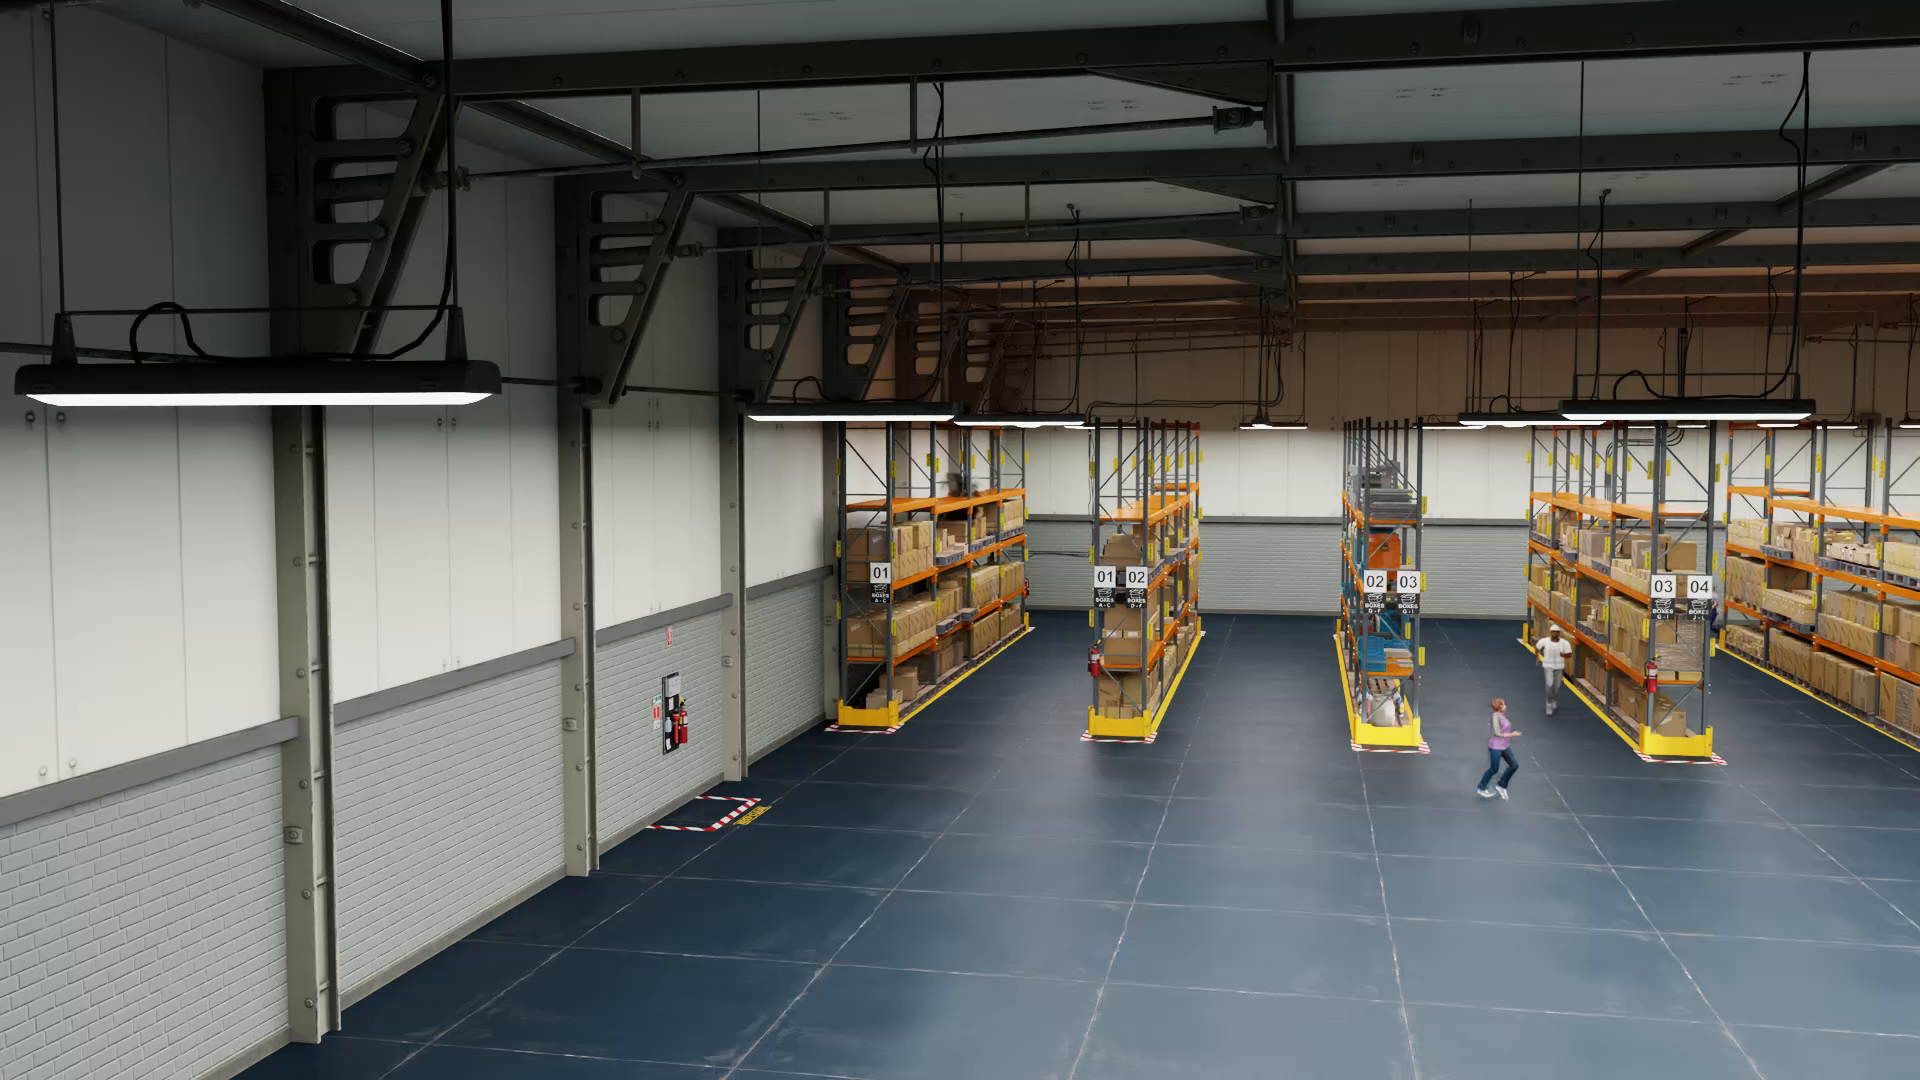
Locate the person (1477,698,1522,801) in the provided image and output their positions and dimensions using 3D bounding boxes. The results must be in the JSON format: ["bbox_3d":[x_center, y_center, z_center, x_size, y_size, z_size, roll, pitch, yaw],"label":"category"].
[{"bbox_3d":[8.381,3.247,25.814,0.672,1.611,0.508,3,5,40],"label":"person"}]

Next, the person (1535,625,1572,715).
[{"bbox_3d":[12.113,2.638,33.933,0.676,1.831,0.781,1,4,9],"label":"person"}]

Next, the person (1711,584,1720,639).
[{"bbox_3d":[20.484,1.992,45.299,0.760,1.598,0.667,0,4,5],"label":"person"}]

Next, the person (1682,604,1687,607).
[{"bbox_3d":[19.022,2.012,44.546,0.583,1.634,0.714,-2,4,-30],"label":"person"}]
